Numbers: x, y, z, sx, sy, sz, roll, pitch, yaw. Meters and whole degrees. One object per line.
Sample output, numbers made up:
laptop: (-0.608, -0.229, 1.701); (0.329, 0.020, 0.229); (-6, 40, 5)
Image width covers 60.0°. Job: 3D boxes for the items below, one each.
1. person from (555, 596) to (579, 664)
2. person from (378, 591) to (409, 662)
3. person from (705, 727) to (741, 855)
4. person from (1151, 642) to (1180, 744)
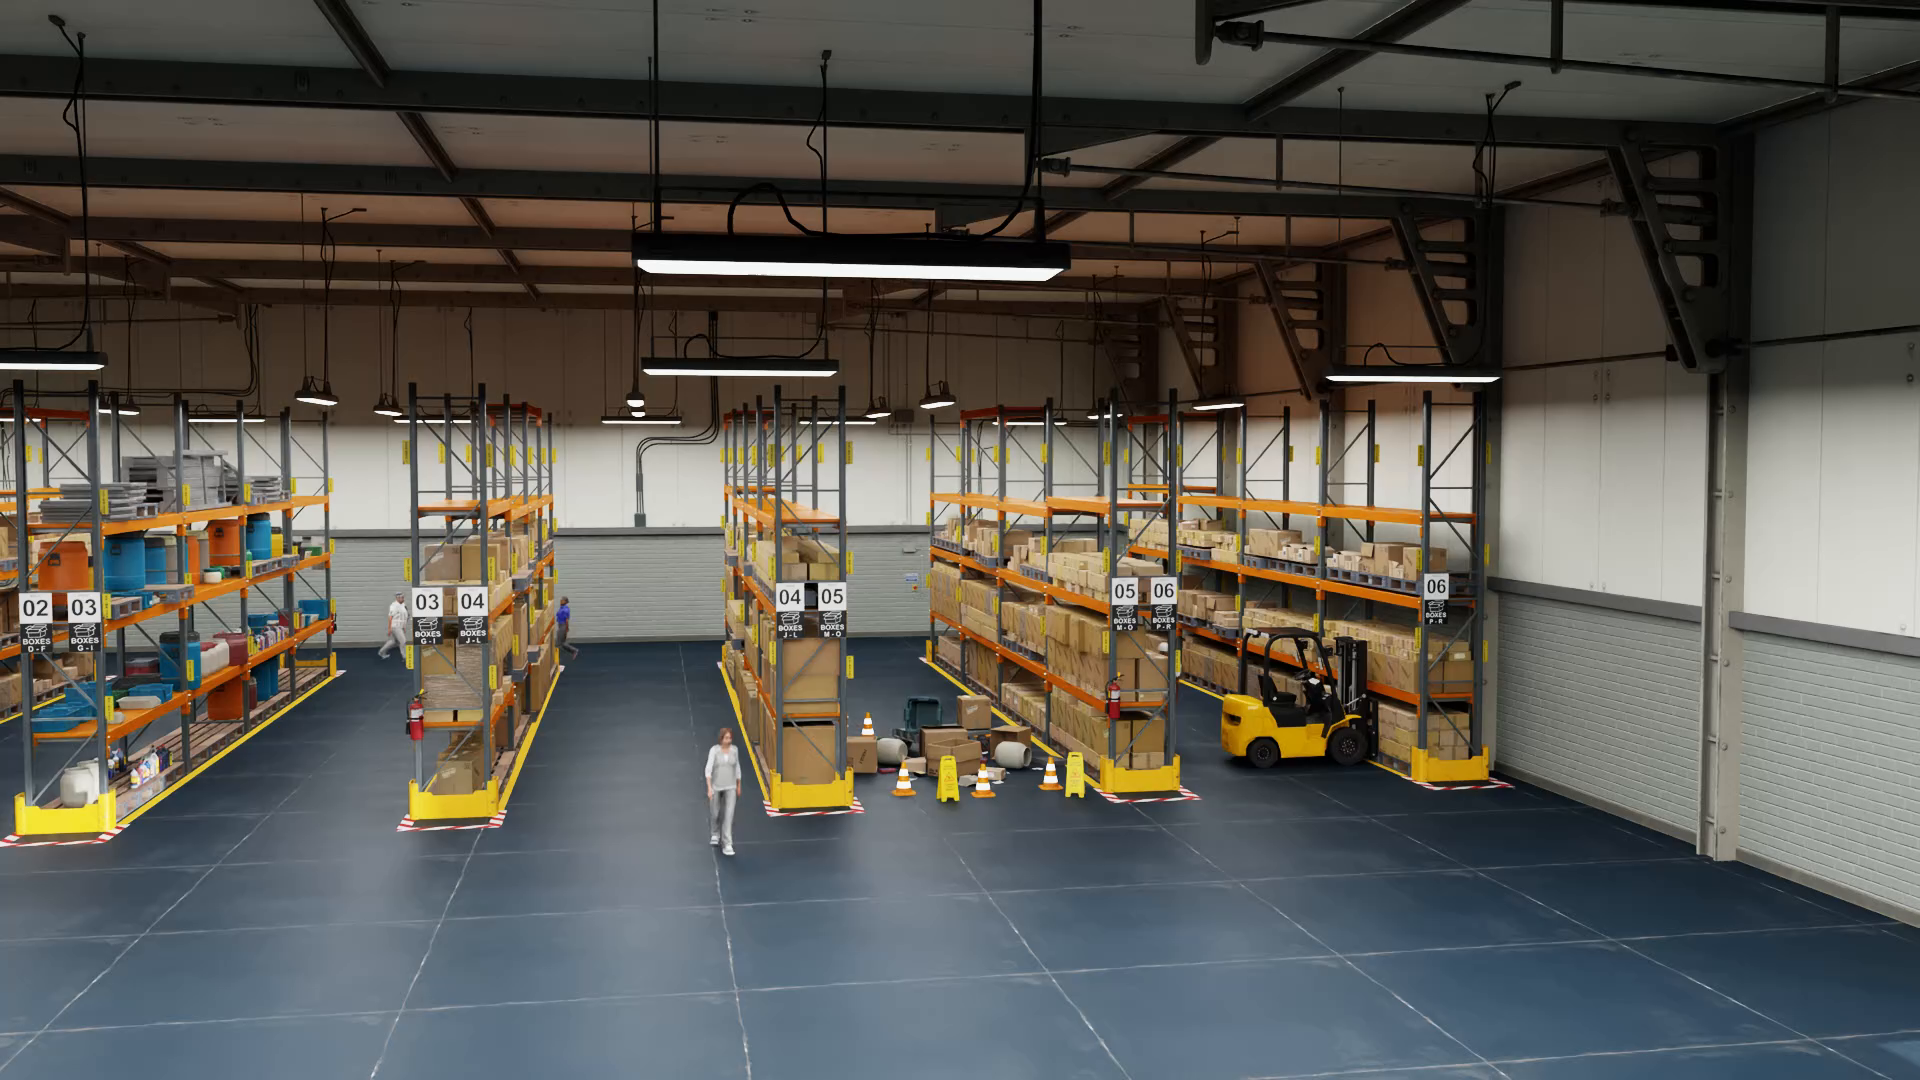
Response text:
person: (-9.516, 2.150, 39.914); (0.757, 1.636, 0.461); (-2, 3, -28)
person: (-13.717, 2.101, 40.474); (1.099, 1.694, 0.540); (1, 3, 10)
person: (-2.973, 3.148, 21.021); (0.486, 1.548, 0.846); (-1, 3, -21)
person: (3.547, 2.684, 28.833); (0.597, 1.809, 0.602); (-1, 3, -14)
